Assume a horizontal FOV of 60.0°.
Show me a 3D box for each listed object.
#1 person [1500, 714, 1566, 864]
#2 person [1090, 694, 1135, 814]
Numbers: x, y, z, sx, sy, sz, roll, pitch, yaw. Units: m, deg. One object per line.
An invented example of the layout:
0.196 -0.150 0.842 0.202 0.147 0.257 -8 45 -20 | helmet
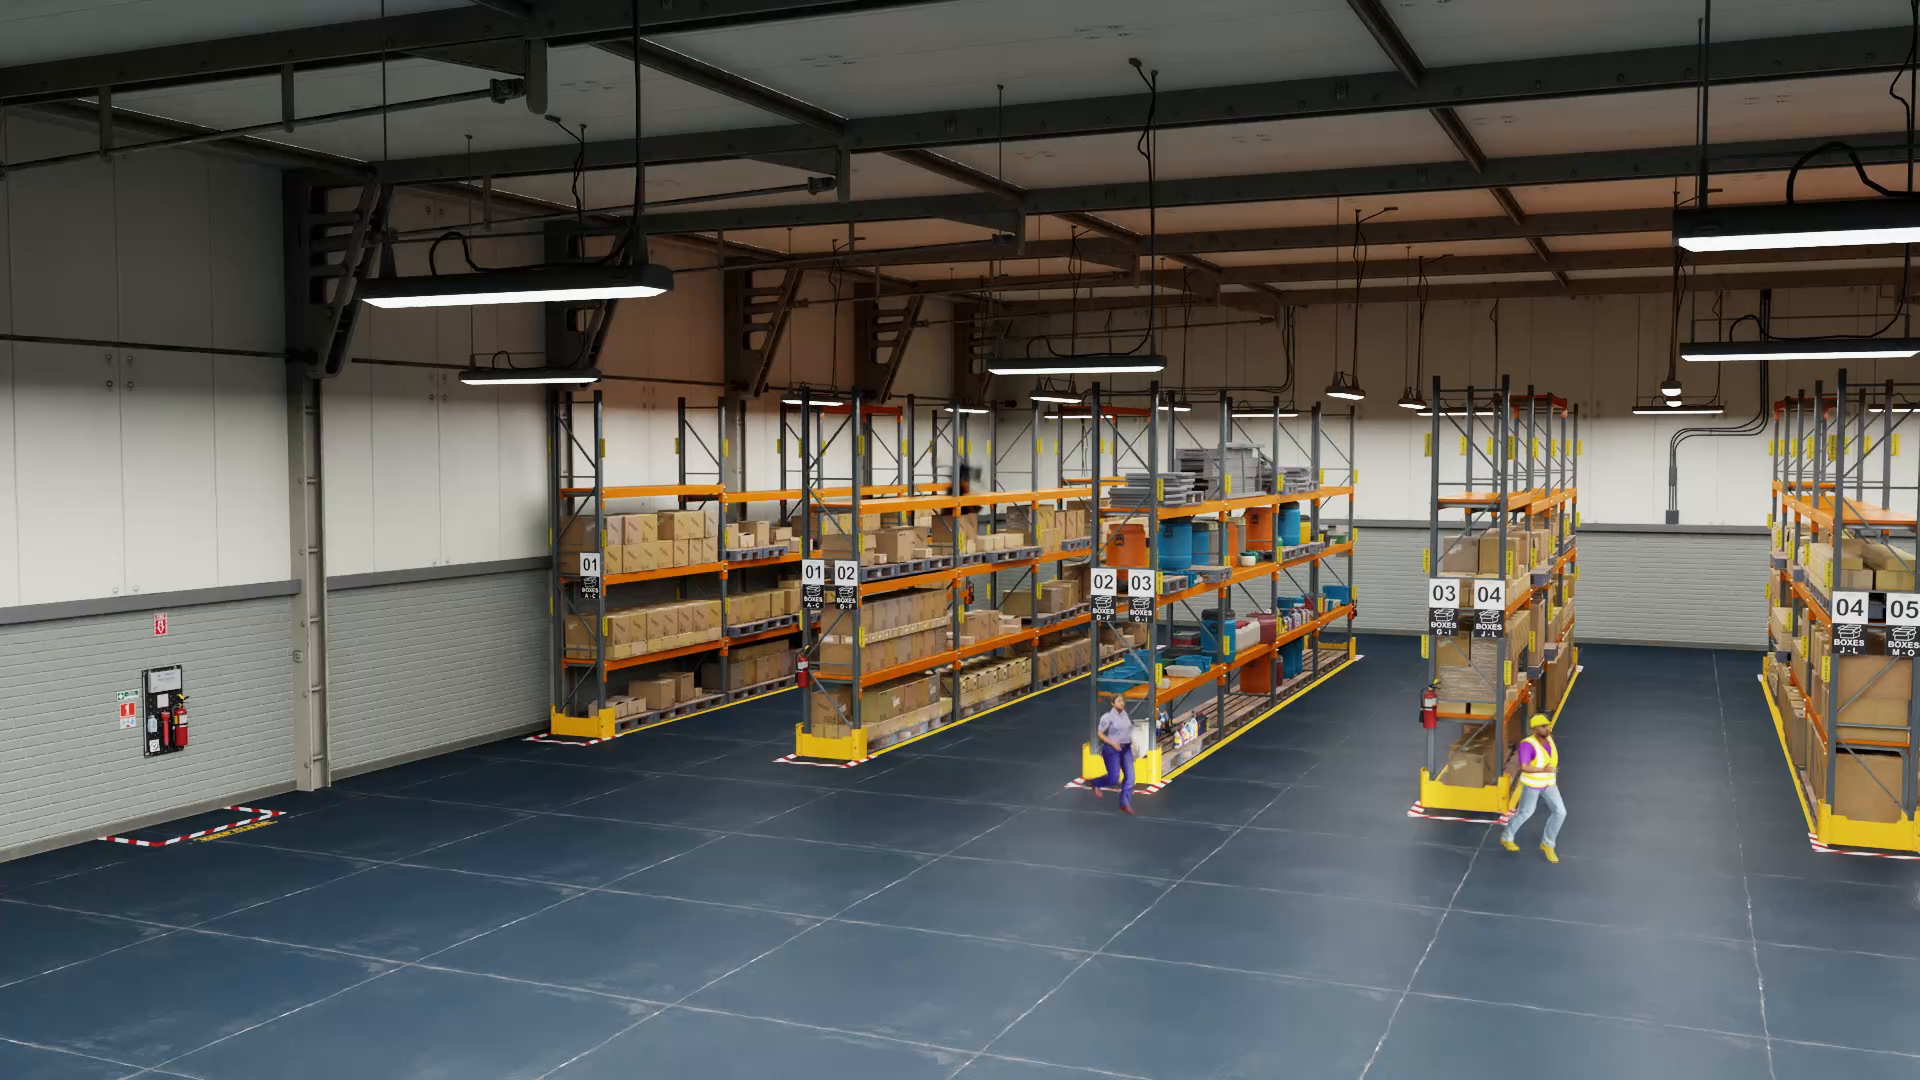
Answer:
7.031 3.005 20.238 0.710 1.801 0.892 -1 3 -25 | person
2.153 2.933 23.019 0.620 1.633 0.769 -2 4 -36 | person
